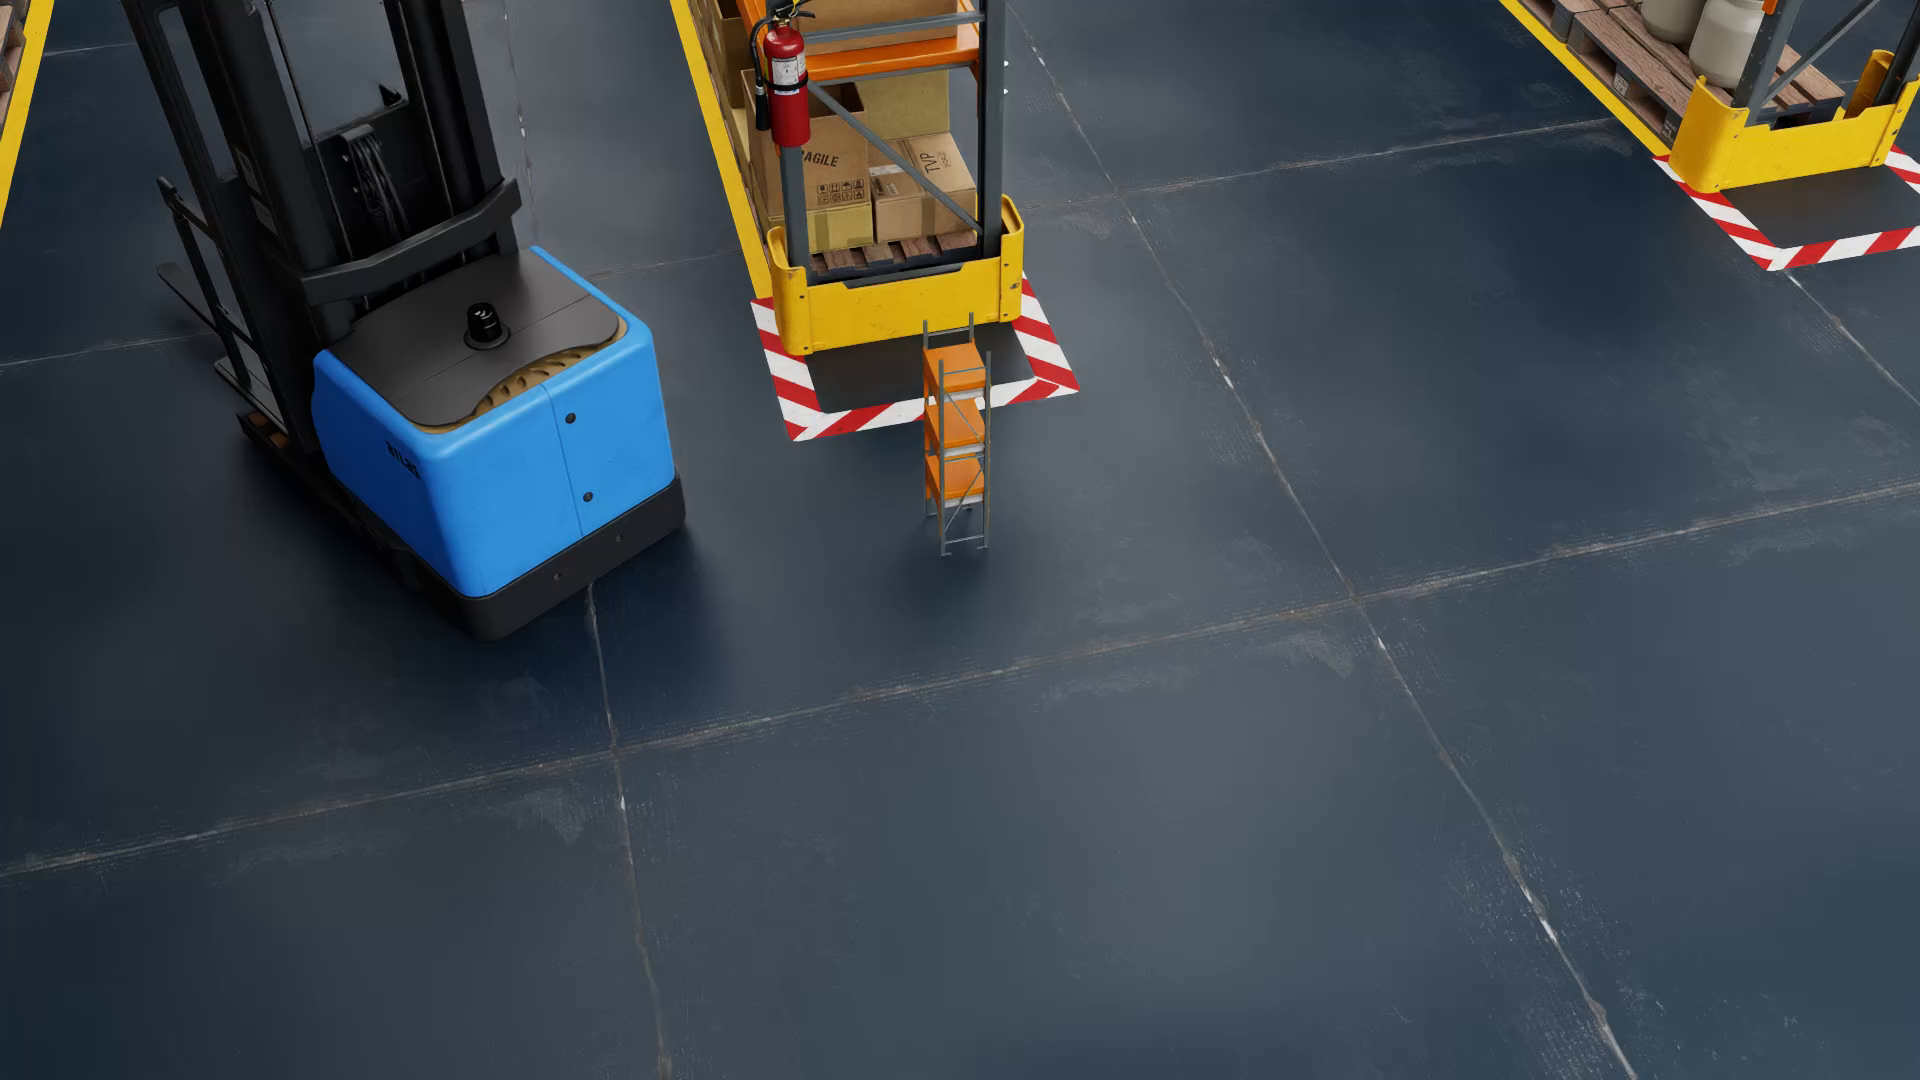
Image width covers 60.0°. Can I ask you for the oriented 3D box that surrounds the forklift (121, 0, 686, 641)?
[{"bbox_3d":[-2.548,-1.578,6.495,1.130,2.935,3.031,-35,55,-30],"label":"forklift"}]

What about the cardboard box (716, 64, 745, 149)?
[{"bbox_3d":[-0.996,-2.340,8.825,0.500,0.250,0.500,-11,47,-10],"label":"cardboard box"}]

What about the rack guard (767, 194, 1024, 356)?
[{"bbox_3d":[-0.297,-1.260,7.885,1.175,0.500,0.348,-11,47,-10],"label":"rack guard"}]

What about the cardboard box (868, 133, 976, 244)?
[{"bbox_3d":[-0.226,-1.747,8.244,0.500,0.250,0.500,-11,47,-10],"label":"cardboard box"}]

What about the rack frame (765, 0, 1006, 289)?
[{"bbox_3d":[-0.304,-2.151,7.009,1.000,3.000,0.127,-11,47,-10],"label":"rack frame"}]

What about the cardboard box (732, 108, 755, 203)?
[{"bbox_3d":[-0.866,-1.995,8.487,0.500,0.250,0.500,-11,47,-10],"label":"cardboard box"}]

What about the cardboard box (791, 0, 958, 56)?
[{"bbox_3d":[-0.411,-2.511,7.291,0.700,0.500,0.500,-11,47,-10],"label":"cardboard box"}]

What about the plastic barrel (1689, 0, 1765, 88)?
[{"bbox_3d":[4.243,-2.771,9.064,0.421,0.512,0.421,0,46,0],"label":"plastic barrel"}]

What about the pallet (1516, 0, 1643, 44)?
[{"bbox_3d":[3.909,-3.525,10.307,1.003,0.211,1.213,-11,47,-10],"label":"pallet"}]

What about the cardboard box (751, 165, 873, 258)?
[{"bbox_3d":[-0.727,-1.652,8.151,0.500,0.250,0.500,-11,47,-10],"label":"cardboard box"}]

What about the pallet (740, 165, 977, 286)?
[{"bbox_3d":[-0.540,-1.696,8.515,1.003,0.211,1.213,-11,47,-10],"label":"pallet"}]

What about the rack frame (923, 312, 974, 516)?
[{"bbox_3d":[-0.045,-0.489,6.745,0.200,1.050,0.008,-11,47,-10],"label":"rack frame"}]

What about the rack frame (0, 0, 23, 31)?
[{"bbox_3d":[-6.115,-4.005,8.825,1.000,3.000,0.127,-11,47,-10],"label":"rack frame"}]

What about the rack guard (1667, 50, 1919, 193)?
[{"bbox_3d":[4.421,-2.223,8.830,1.175,0.500,0.348,-11,47,-10],"label":"rack guard"}]

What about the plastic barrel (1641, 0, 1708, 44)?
[{"bbox_3d":[4.115,-3.117,9.403,0.421,0.512,0.421,0,46,0],"label":"plastic barrel"}]

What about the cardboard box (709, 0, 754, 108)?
[{"bbox_3d":[-0.999,-2.602,8.557,0.500,0.500,0.500,-11,47,-10],"label":"cardboard box"}]

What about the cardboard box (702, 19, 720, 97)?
[{"bbox_3d":[-1.122,-2.686,9.164,0.500,0.250,0.500,-11,47,-10],"label":"cardboard box"}]

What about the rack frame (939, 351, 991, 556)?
[{"bbox_3d":[0.018,-0.320,6.579,0.200,1.050,0.008,-11,47,-10],"label":"rack frame"}]

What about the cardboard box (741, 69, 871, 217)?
[{"bbox_3d":[-0.729,-1.914,7.883,0.500,0.500,0.500,-11,47,-10],"label":"cardboard box"}]

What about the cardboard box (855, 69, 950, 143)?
[{"bbox_3d":[-0.356,-2.354,8.314,0.500,0.500,0.500,-11,47,-10],"label":"cardboard box"}]

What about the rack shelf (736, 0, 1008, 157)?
[{"bbox_3d":[-0.816,-3.280,8.619,1.077,0.370,4.000,-11,47,-10],"label":"rack shelf"}]

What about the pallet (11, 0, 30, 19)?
[{"bbox_3d":[-6.316,-3.566,10.348,1.003,0.211,1.213,-11,47,-10],"label":"pallet"}]

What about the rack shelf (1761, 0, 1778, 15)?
[{"bbox_3d":[3.974,-4.183,9.504,1.077,0.370,4.000,-11,47,-10],"label":"rack shelf"}]

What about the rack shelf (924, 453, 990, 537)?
[{"bbox_3d":[-0.014,-0.202,6.868,0.215,0.259,0.240,-11,47,-10],"label":"rack shelf"}]

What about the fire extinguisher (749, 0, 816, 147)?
[{"bbox_3d":[-0.722,-1.958,6.873,0.296,0.674,0.183,-11,47,-10],"label":"fire extinguisher"}]

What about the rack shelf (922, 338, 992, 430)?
[{"bbox_3d":[-0.014,-0.596,6.467,0.215,0.259,0.240,-11,47,-10],"label":"rack shelf"}]

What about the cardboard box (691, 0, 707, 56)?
[{"bbox_3d":[-1.256,-3.030,9.501,0.500,0.250,0.500,-11,47,-10],"label":"cardboard box"}]

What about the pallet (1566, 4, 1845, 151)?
[{"bbox_3d":[4.218,-2.684,9.483,1.003,0.211,1.213,-11,47,-10],"label":"pallet"}]

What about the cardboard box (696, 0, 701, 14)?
[{"bbox_3d":[-1.255,-3.292,9.233,0.500,0.500,0.500,-11,47,-10],"label":"cardboard box"}]

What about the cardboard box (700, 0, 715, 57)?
[{"bbox_3d":[-1.126,-2.947,8.895,0.500,0.500,0.500,-11,47,-10],"label":"cardboard box"}]

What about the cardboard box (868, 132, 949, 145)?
[{"bbox_3d":[-0.357,-2.091,8.581,0.500,0.250,0.500,-11,47,-10],"label":"cardboard box"}]

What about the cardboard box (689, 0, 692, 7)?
[{"bbox_3d":[-1.379,-3.376,9.840,0.500,0.250,0.500,-11,47,-10],"label":"cardboard box"}]

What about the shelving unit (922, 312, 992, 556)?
[{"bbox_3d":[-0.014,-0.404,6.662,0.215,1.050,0.252,-11,47,-10],"label":"shelving unit"}]

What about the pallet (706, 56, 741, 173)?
[{"bbox_3d":[-0.849,-2.536,9.339,1.003,0.211,1.213,-11,47,-10],"label":"pallet"}]

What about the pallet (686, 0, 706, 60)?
[{"bbox_3d":[-1.165,-3.380,10.166,1.003,0.211,1.213,-11,47,-10],"label":"pallet"}]

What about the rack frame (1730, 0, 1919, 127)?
[{"bbox_3d":[4.486,-3.054,7.894,1.000,3.000,0.127,-11,47,-10],"label":"rack frame"}]

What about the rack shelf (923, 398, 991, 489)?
[{"bbox_3d":[-0.014,-0.397,6.670,0.215,0.259,0.240,-11,47,-10],"label":"rack shelf"}]

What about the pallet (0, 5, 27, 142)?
[{"bbox_3d":[-5.909,-2.571,9.373,1.003,0.211,1.213,-11,47,-10],"label":"pallet"}]
